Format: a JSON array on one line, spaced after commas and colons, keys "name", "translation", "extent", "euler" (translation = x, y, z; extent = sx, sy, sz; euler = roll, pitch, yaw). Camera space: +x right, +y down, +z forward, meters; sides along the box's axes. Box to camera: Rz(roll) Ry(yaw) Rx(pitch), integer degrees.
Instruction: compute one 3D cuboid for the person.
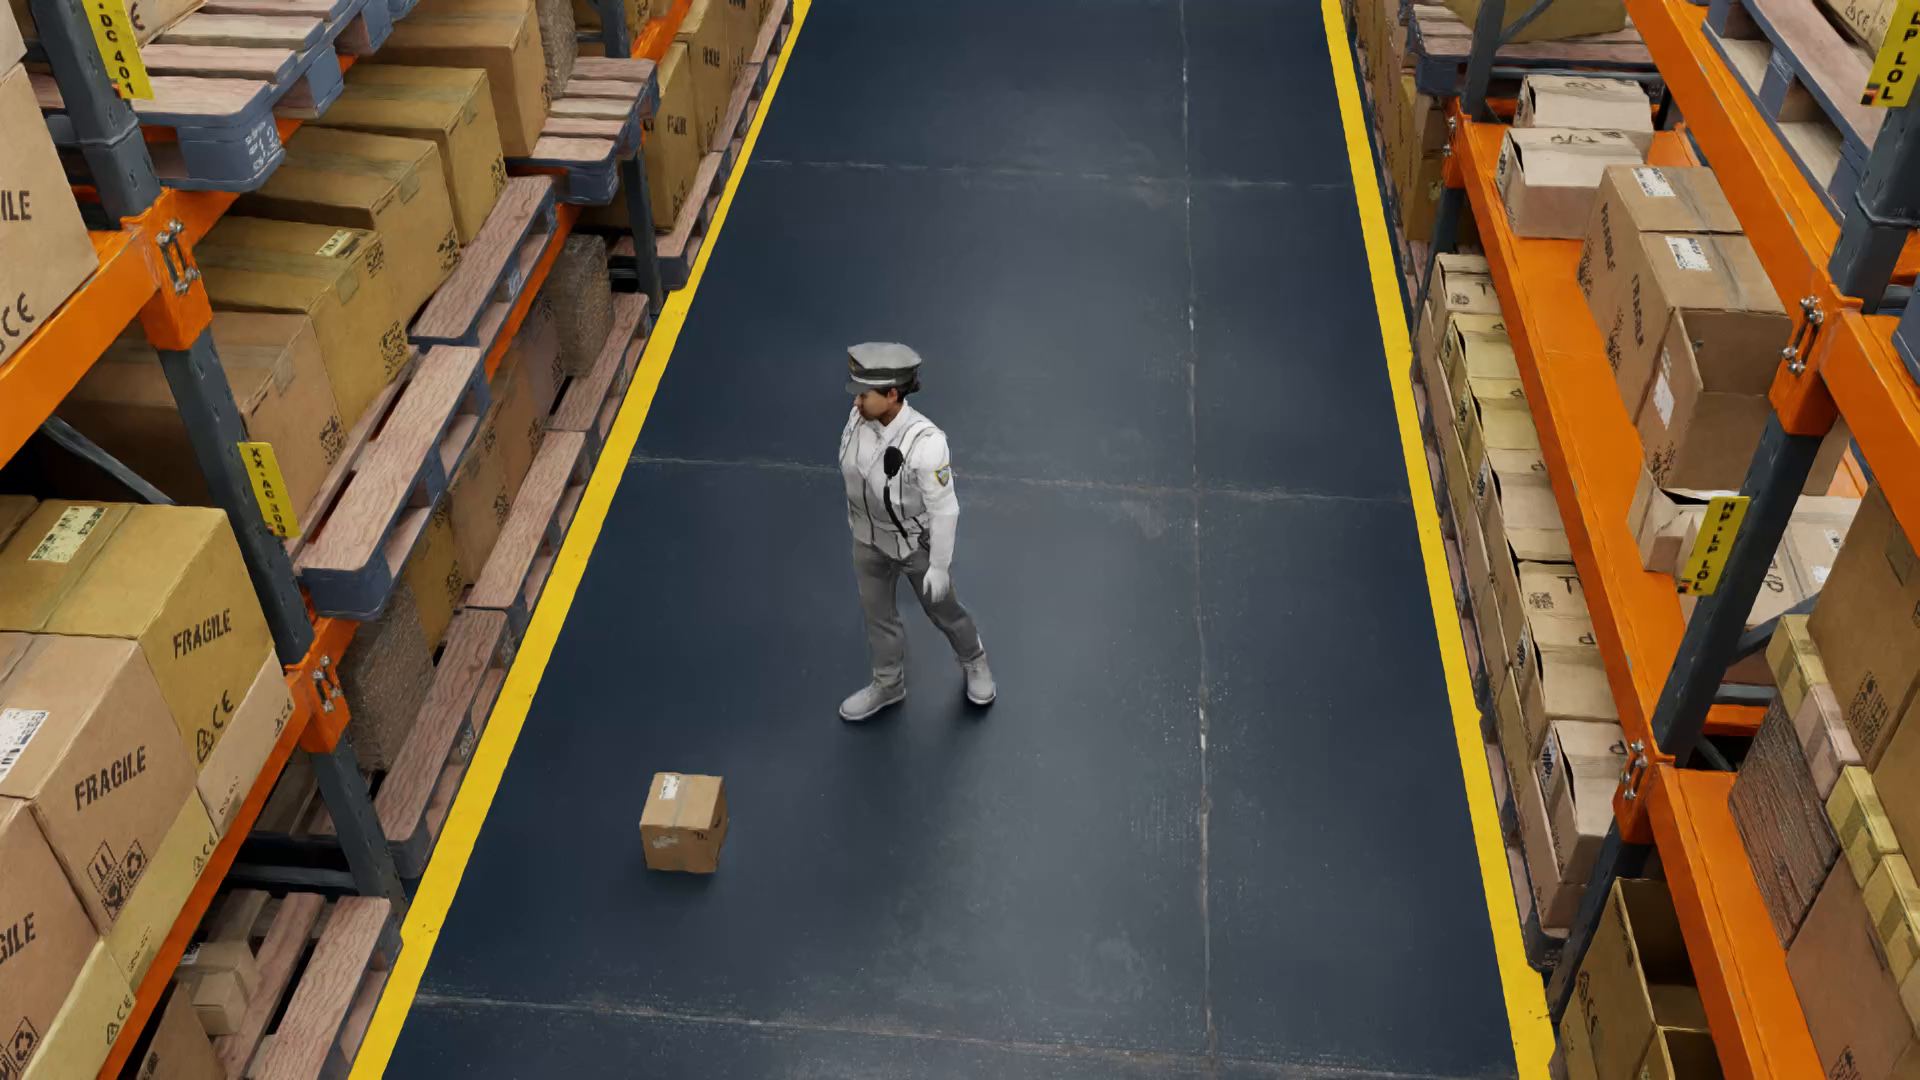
[{"name": "person", "translation": [-0.166, -0.012, 6.156], "extent": [0.556, 1.669, 0.576], "euler": [27, 47, 28]}]
